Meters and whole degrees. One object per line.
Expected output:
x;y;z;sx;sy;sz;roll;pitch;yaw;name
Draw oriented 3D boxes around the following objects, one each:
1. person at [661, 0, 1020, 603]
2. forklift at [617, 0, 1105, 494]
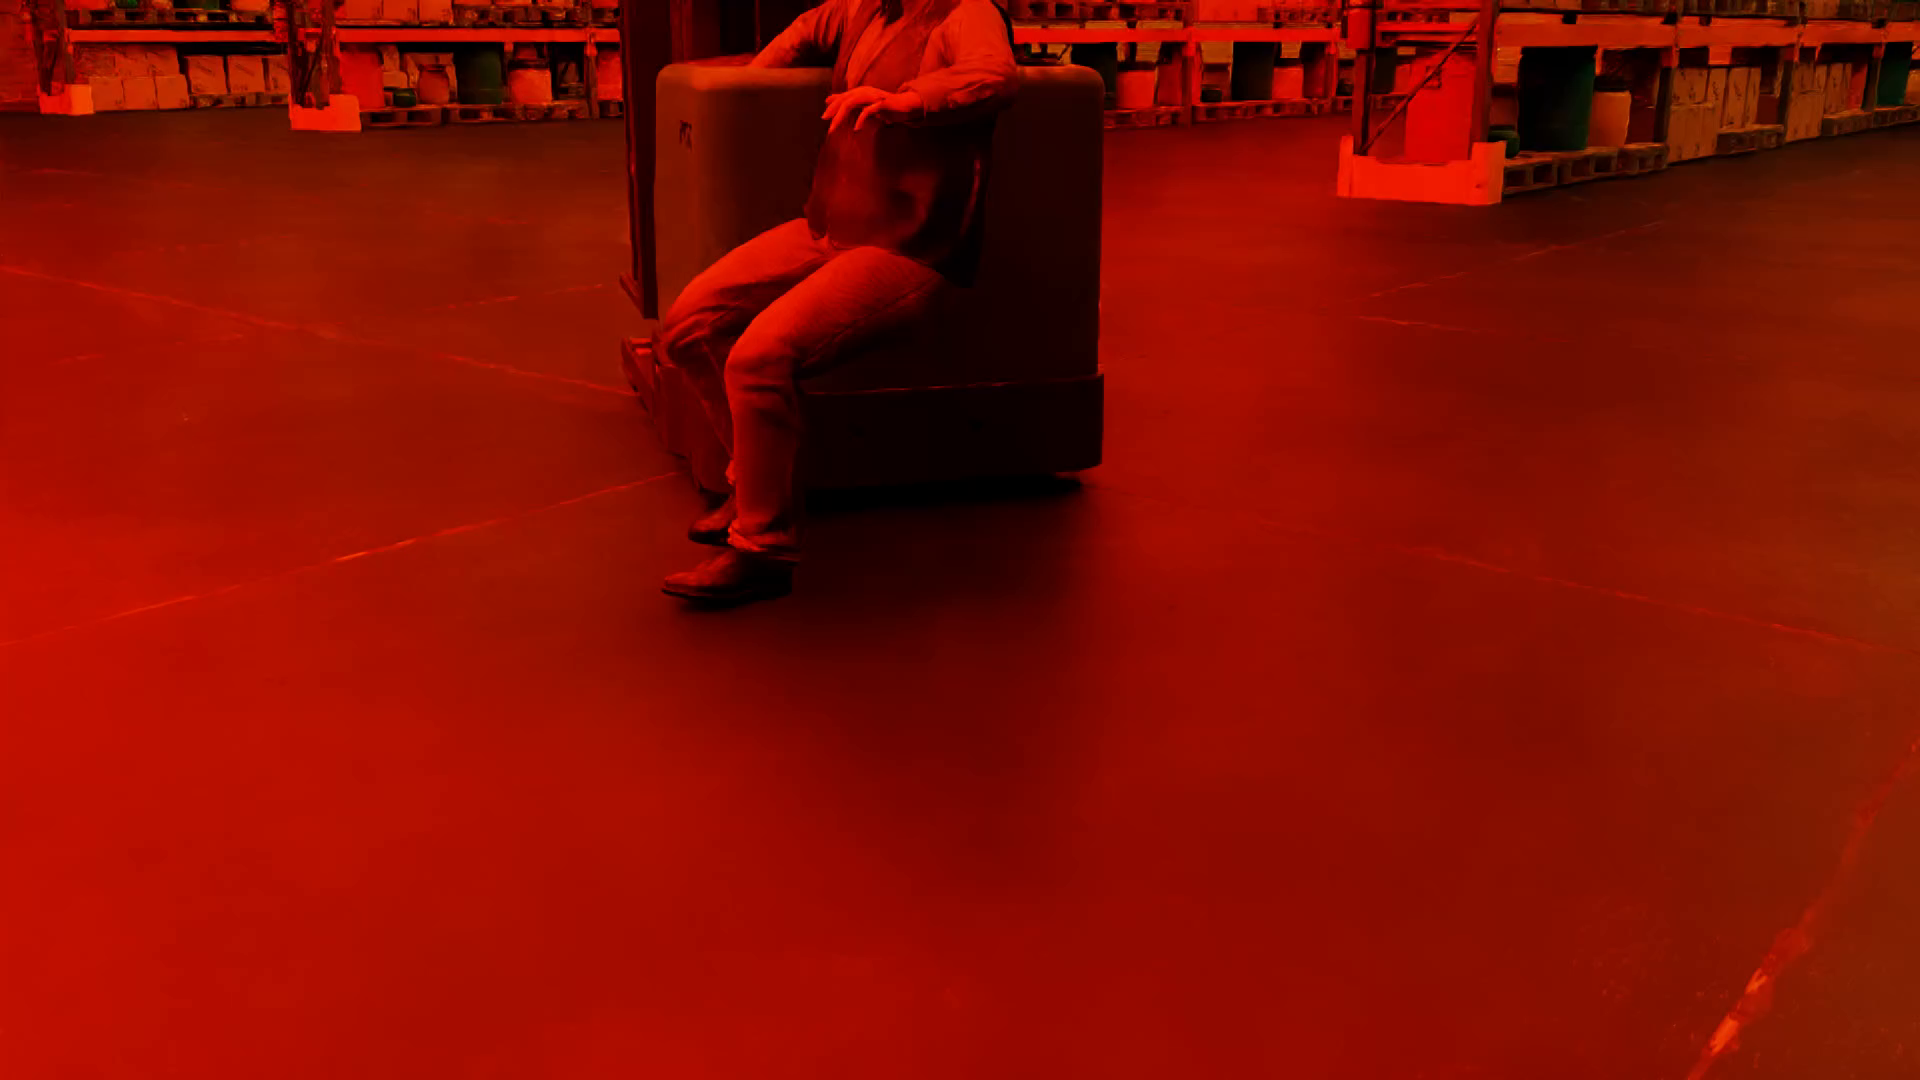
-0.332;-0.658;3.553;0.865;1.495;1.057;-15;22;-40;person
-0.530;-1.901;5.158;1.130;2.935;3.031;-5;18;-16;forklift
